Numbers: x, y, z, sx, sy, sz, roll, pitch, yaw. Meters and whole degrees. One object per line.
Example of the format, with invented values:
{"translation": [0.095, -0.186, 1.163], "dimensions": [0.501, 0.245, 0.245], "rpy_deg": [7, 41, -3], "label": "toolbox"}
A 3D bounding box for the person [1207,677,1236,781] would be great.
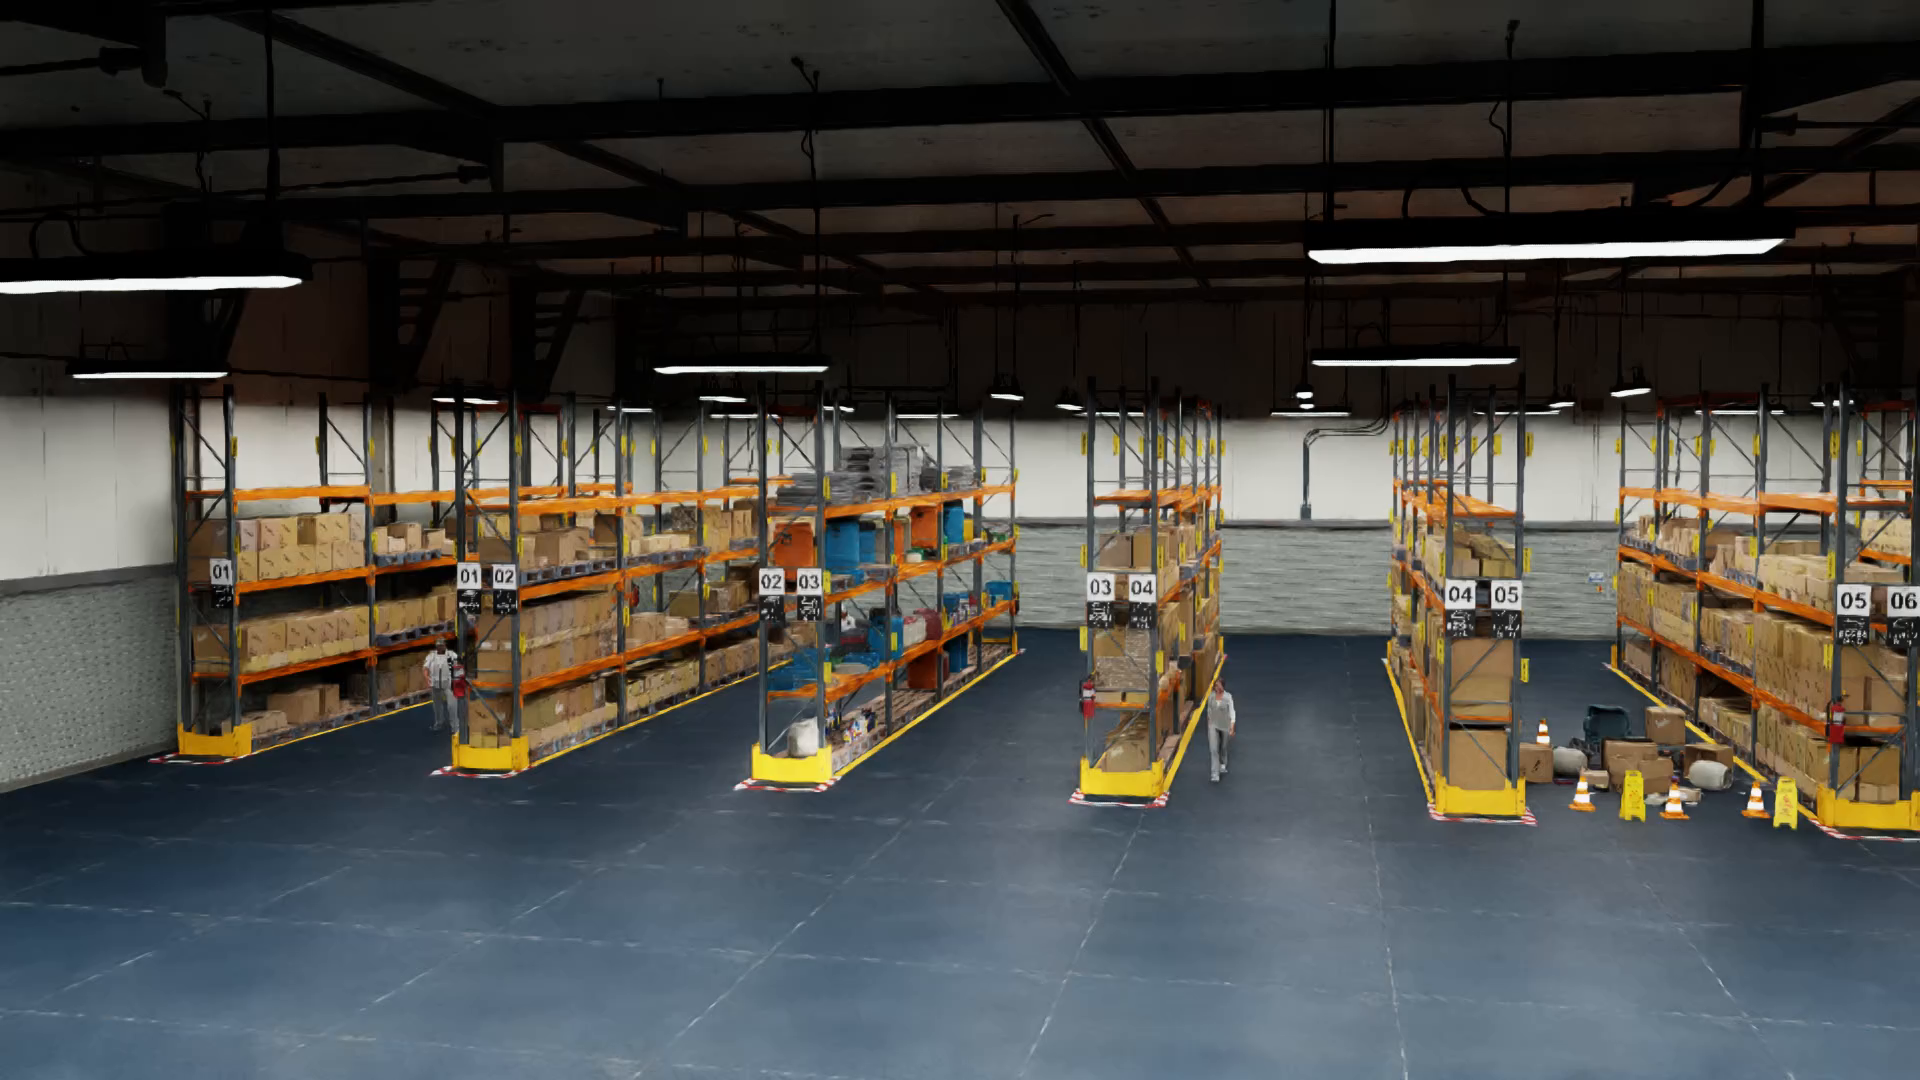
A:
{"translation": [3.940, 2.818, 25.084], "dimensions": [0.430, 1.539, 0.949], "rpy_deg": [1, 3, 11], "label": "person"}

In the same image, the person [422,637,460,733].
{"translation": [-9.035, 2.517, 29.142], "dimensions": [0.701, 1.693, 0.857], "rpy_deg": [0, 3, -4], "label": "person"}

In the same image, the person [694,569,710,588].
{"translation": [-7.186, 1.619, 45.628], "dimensions": [0.650, 1.665, 0.495], "rpy_deg": [-2, 4, -29], "label": "person"}

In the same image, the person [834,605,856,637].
{"translation": [-2.486, 2.183, 36.001], "dimensions": [0.497, 1.583, 1.090], "rpy_deg": [1, 3, 15], "label": "person"}
